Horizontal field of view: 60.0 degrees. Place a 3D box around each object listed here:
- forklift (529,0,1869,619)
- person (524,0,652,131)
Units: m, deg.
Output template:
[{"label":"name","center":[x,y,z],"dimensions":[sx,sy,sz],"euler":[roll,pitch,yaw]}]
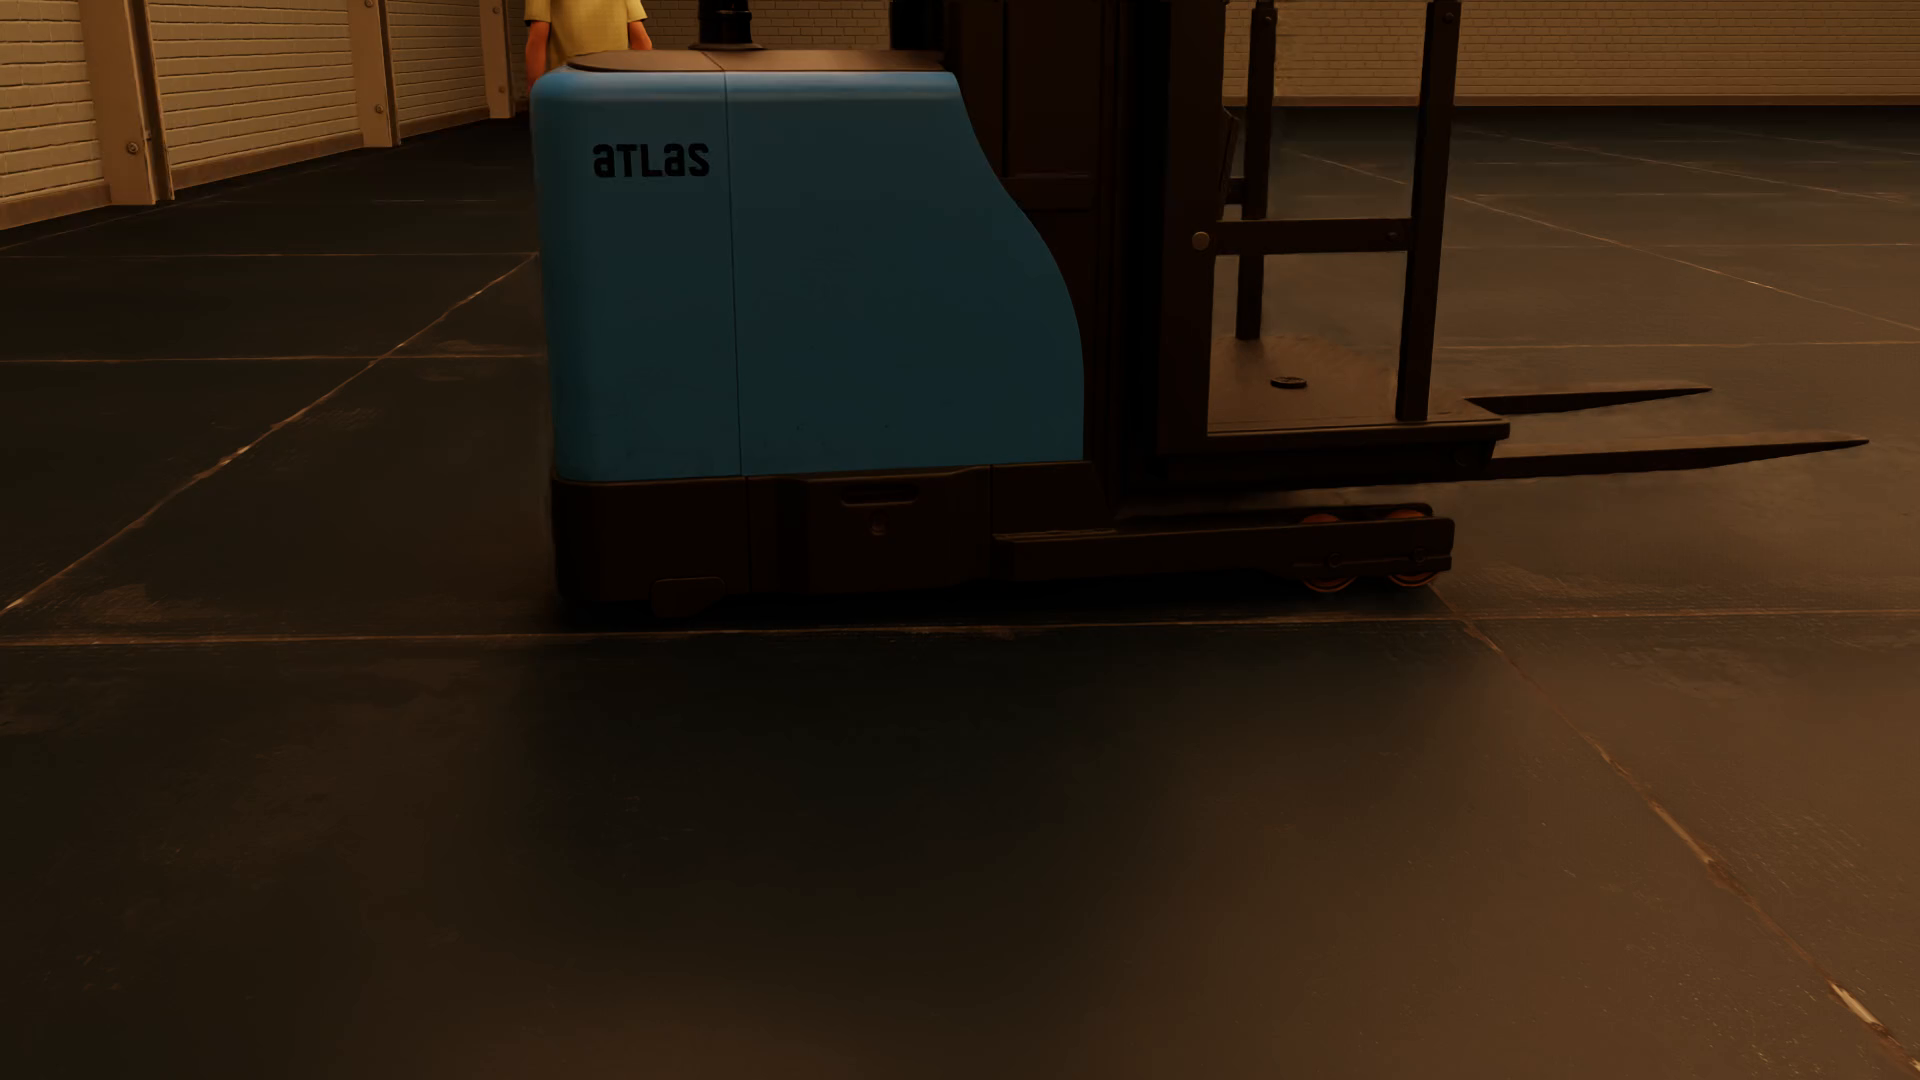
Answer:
[{"label":"forklift","center":[0.600,-1.438,3.608],"dimensions":[3.031,2.935,1.130],"euler":[-3,17,-10]},{"label":"person","center":[-1.447,-1.660,6.489],"dimensions":[0.498,1.672,0.363],"euler":[-8,19,-25]}]
